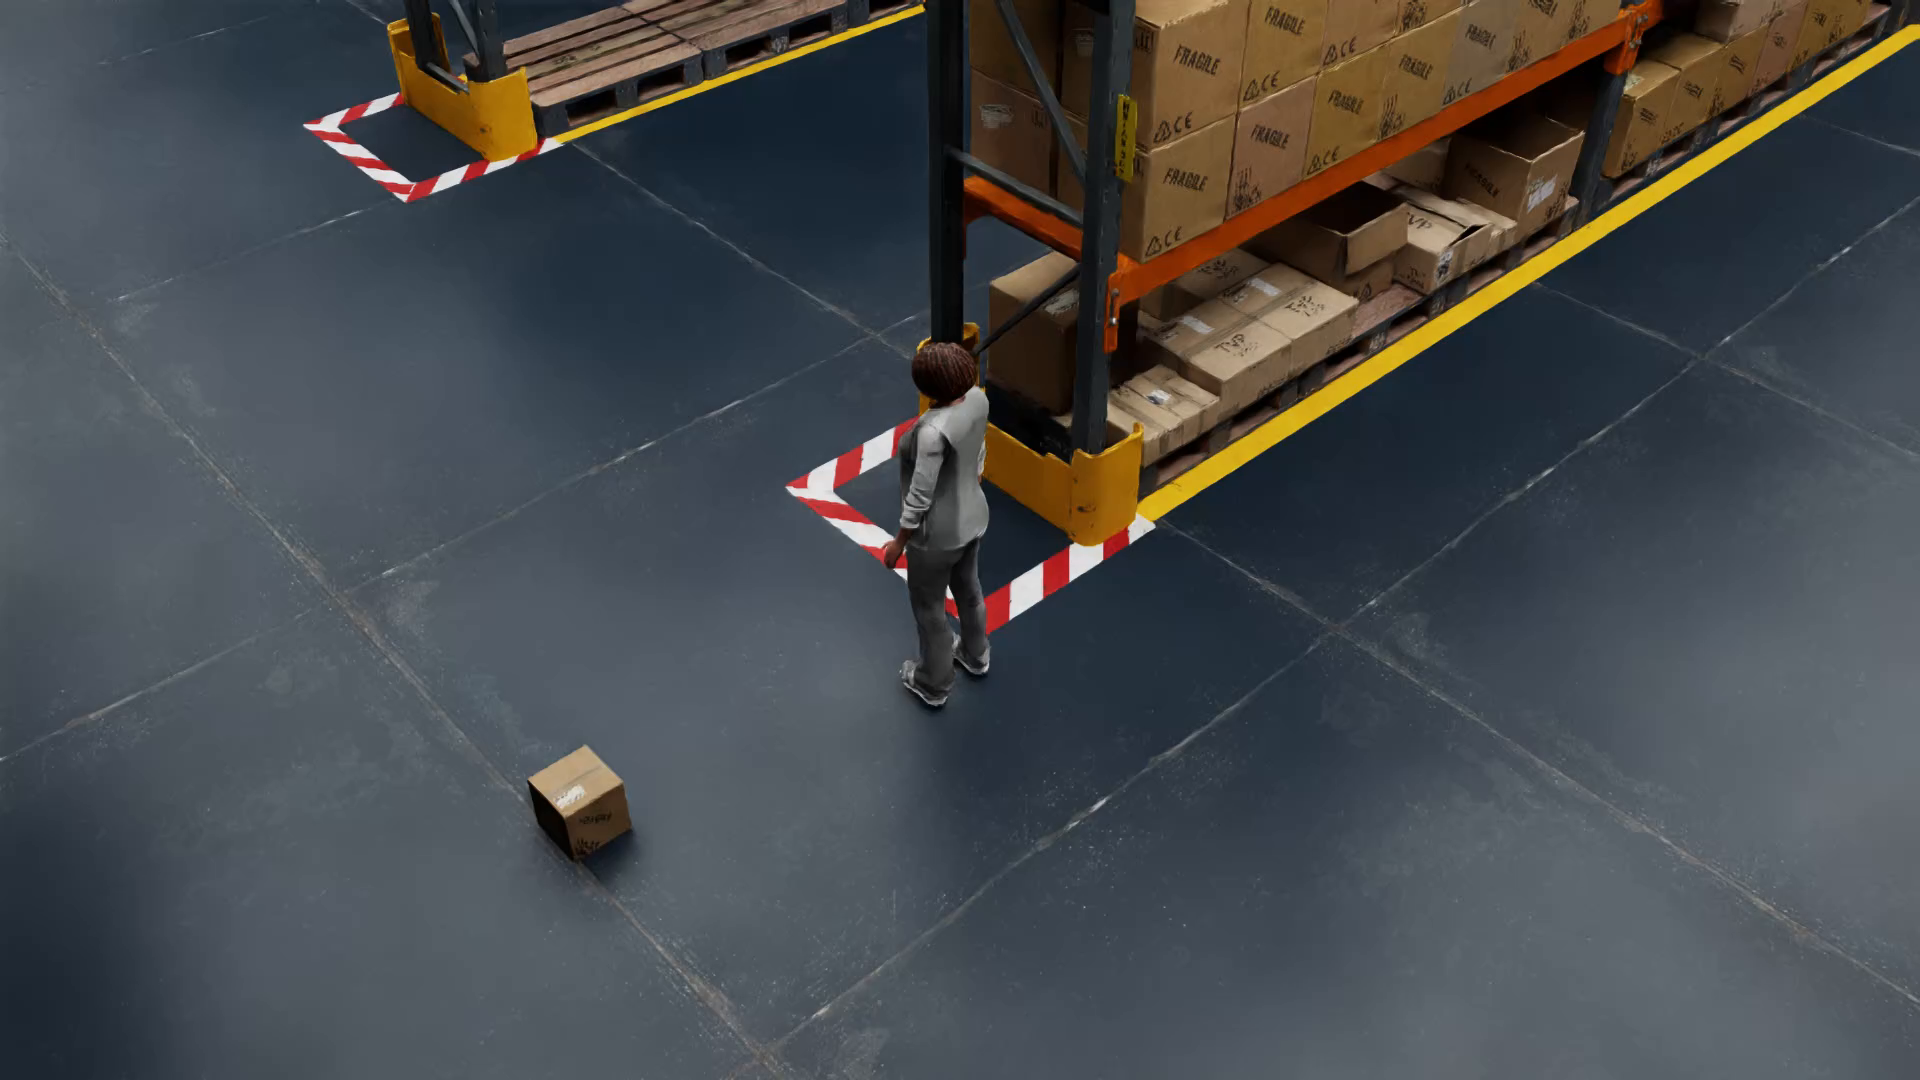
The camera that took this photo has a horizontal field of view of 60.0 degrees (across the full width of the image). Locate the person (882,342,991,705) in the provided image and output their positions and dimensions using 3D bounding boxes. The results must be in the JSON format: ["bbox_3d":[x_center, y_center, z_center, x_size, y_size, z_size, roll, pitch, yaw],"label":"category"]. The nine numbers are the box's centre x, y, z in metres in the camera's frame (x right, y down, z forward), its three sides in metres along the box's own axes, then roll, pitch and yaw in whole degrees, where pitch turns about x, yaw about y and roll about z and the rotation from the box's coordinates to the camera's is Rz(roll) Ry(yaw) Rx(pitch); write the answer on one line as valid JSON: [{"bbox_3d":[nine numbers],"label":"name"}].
[{"bbox_3d":[-0.063,-0.042,6.186,0.336,1.592,0.468,22,45,24],"label":"person"}]
